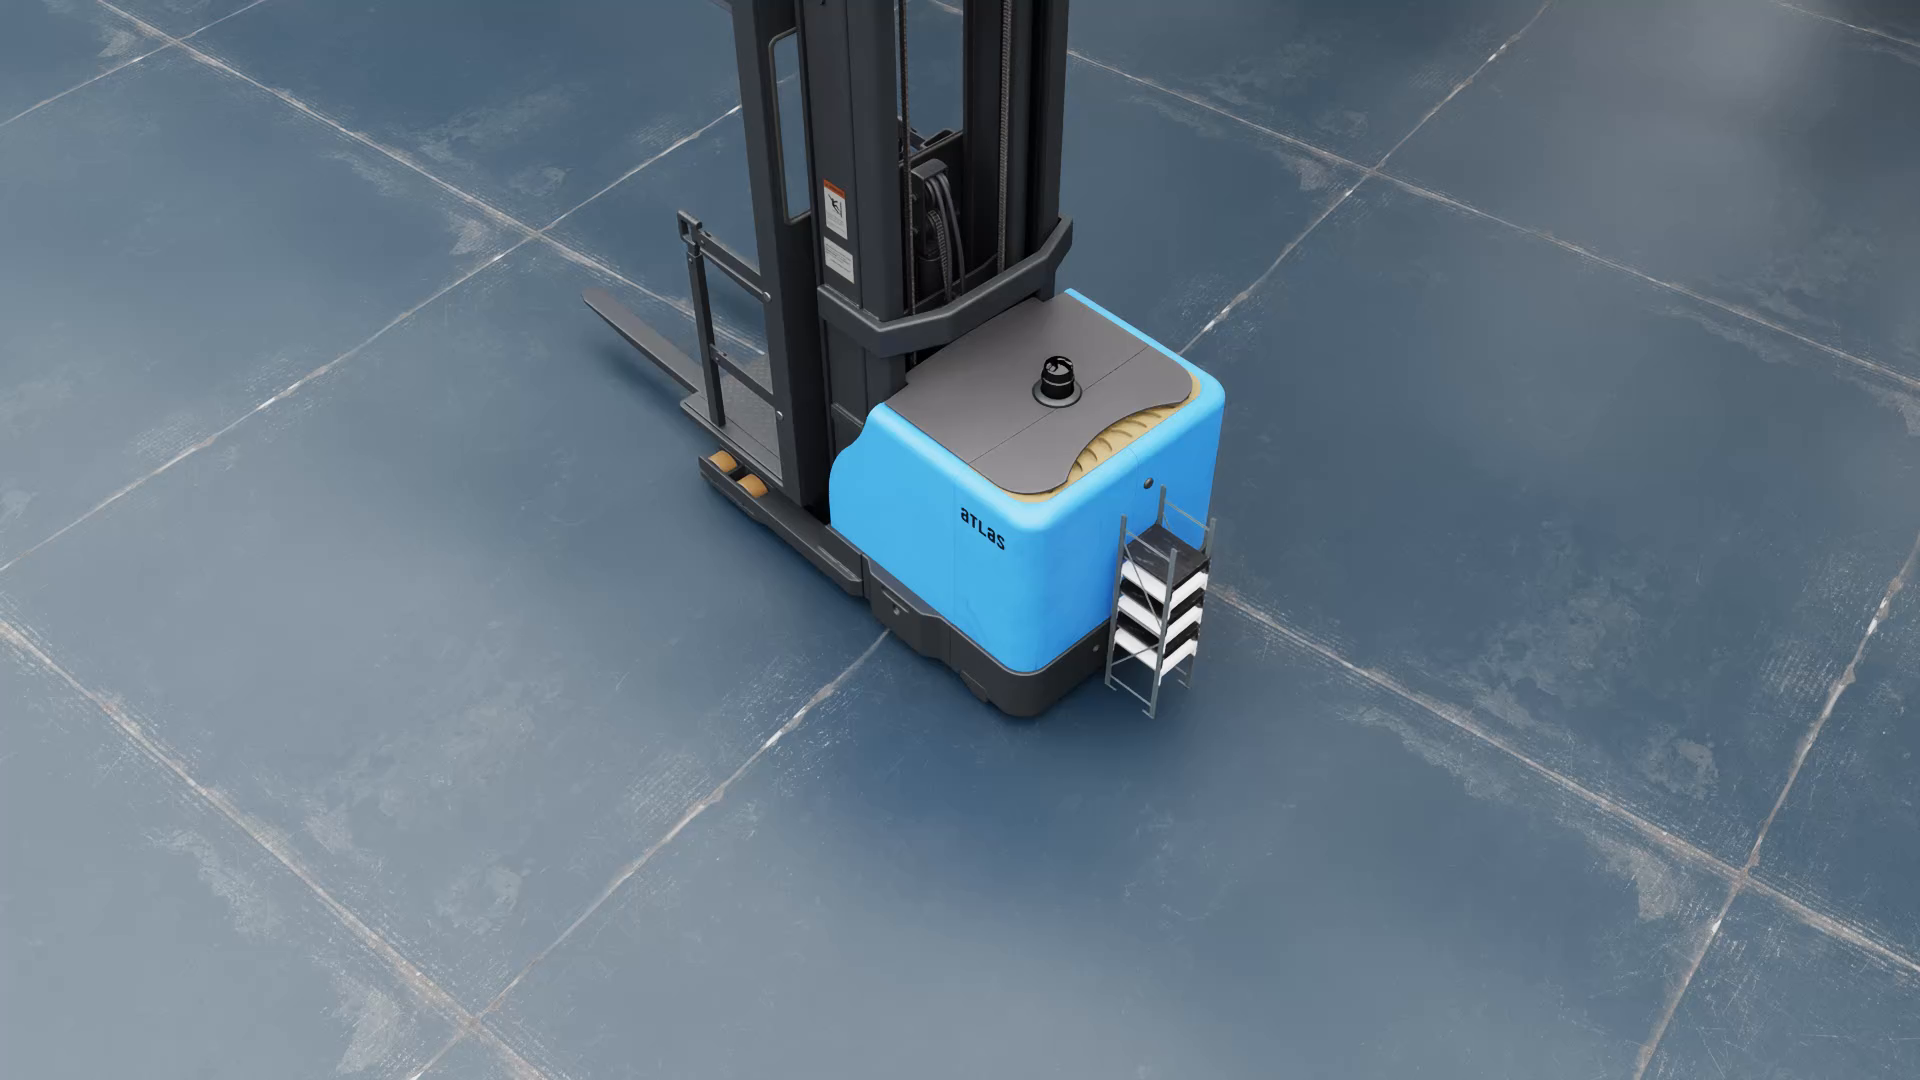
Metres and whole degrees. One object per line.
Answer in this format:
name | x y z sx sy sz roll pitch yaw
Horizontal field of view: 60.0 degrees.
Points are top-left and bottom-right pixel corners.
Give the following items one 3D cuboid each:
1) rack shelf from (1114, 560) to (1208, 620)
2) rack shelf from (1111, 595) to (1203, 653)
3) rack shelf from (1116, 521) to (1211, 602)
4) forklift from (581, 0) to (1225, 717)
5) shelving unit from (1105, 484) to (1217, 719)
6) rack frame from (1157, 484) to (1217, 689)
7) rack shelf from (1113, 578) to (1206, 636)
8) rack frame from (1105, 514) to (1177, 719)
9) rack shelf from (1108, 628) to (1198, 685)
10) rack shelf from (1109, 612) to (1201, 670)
rack shelf | 0.701 0.134 5.797 0.200 0.077 0.258 -35 56 -29
rack shelf | 0.701 0.258 5.927 0.200 0.077 0.258 -35 56 -29
rack shelf | 0.701 0.072 5.732 0.200 0.077 0.258 -35 56 -29
forklift | -0.433 -1.344 6.007 1.130 2.935 3.031 -34 55 -28
shelving unit | 0.701 0.235 5.903 0.210 0.900 0.258 -35 56 -29
rack frame | 0.774 0.183 5.952 0.006 0.900 0.240 -35 56 -29
rack shelf | 0.701 0.196 5.862 0.200 0.077 0.258 -35 56 -29
rack frame | 0.629 0.287 5.854 0.006 0.900 0.240 -35 56 -29
rack shelf | 0.701 0.382 6.057 0.200 0.077 0.258 -35 56 -29
rack shelf | 0.701 0.320 5.992 0.200 0.077 0.258 -35 56 -29
